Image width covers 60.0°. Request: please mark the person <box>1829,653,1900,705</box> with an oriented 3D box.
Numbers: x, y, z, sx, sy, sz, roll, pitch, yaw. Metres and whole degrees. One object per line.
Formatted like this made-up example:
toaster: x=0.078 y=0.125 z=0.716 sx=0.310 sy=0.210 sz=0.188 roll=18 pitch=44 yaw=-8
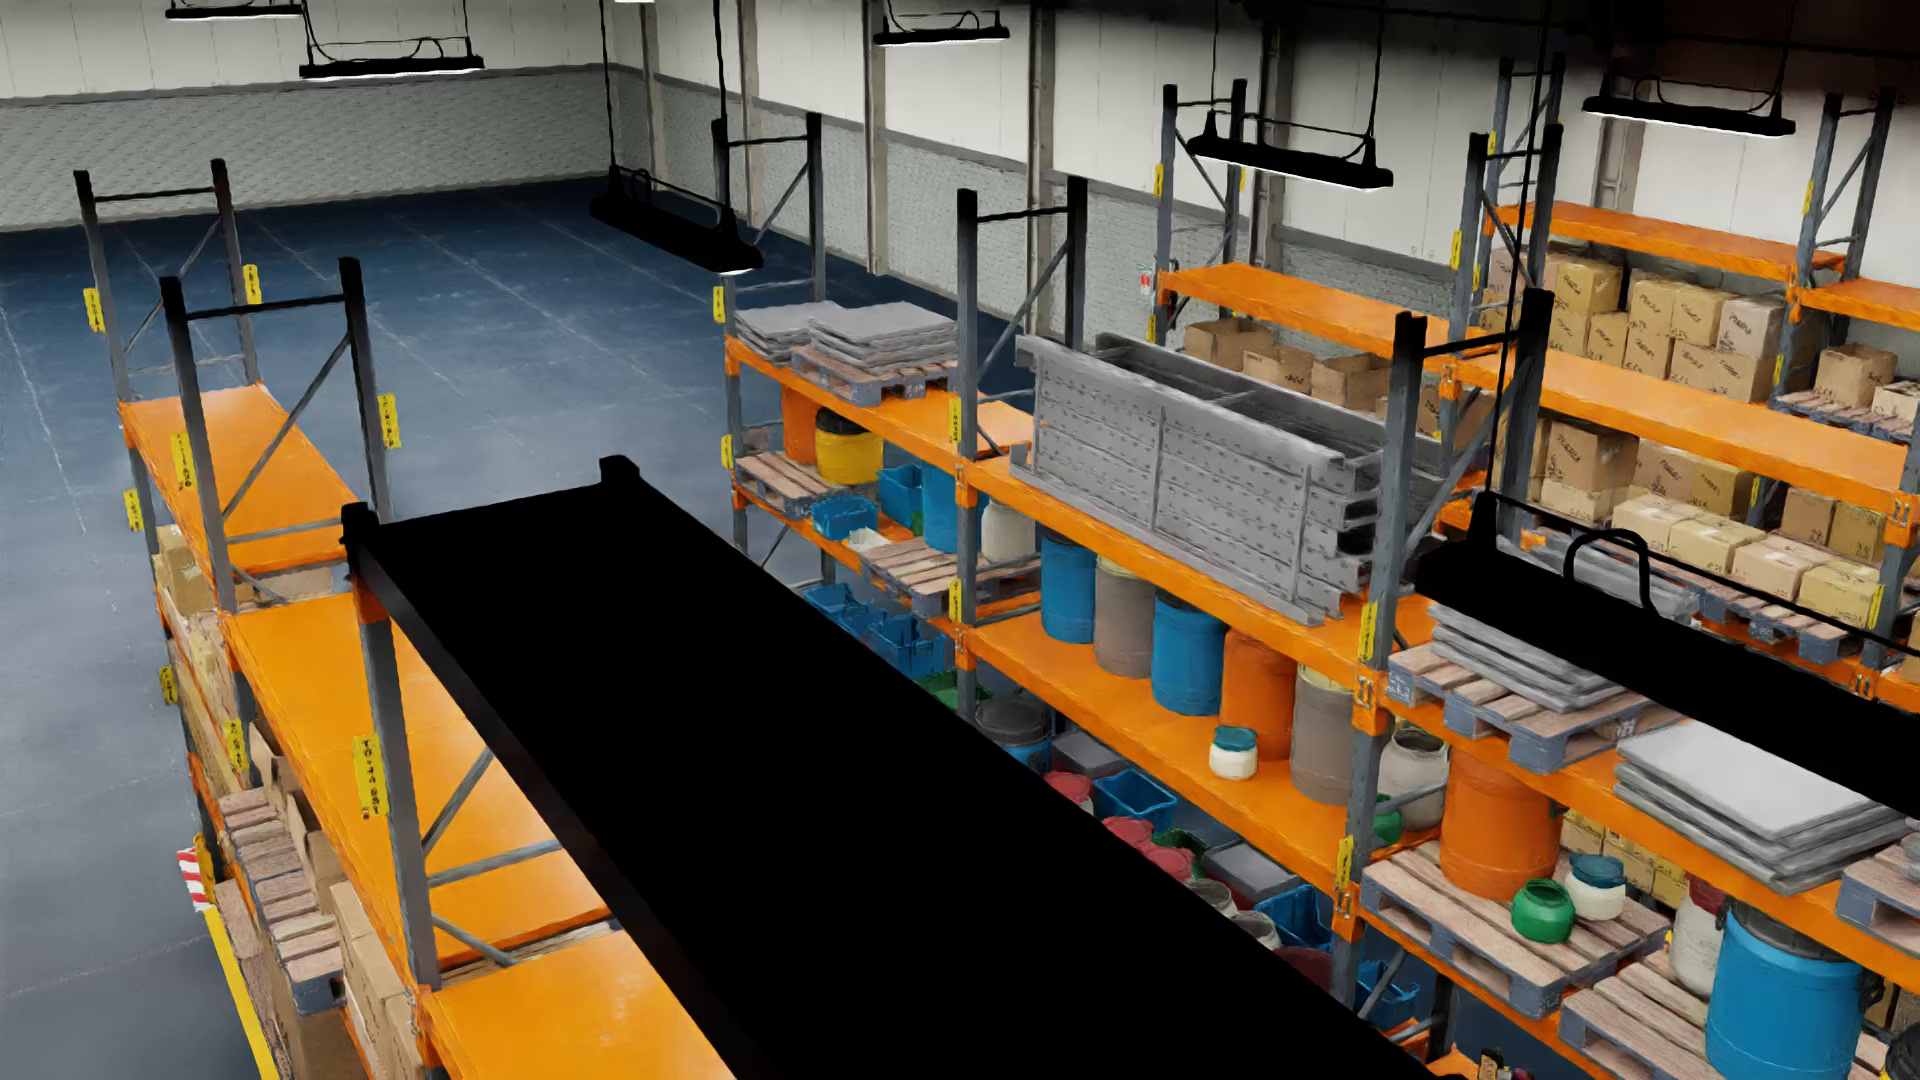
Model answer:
person: x=8.680 y=1.242 z=15.988 sx=0.555 sy=1.725 sz=1.029 roll=-14 pitch=26 yaw=-30
